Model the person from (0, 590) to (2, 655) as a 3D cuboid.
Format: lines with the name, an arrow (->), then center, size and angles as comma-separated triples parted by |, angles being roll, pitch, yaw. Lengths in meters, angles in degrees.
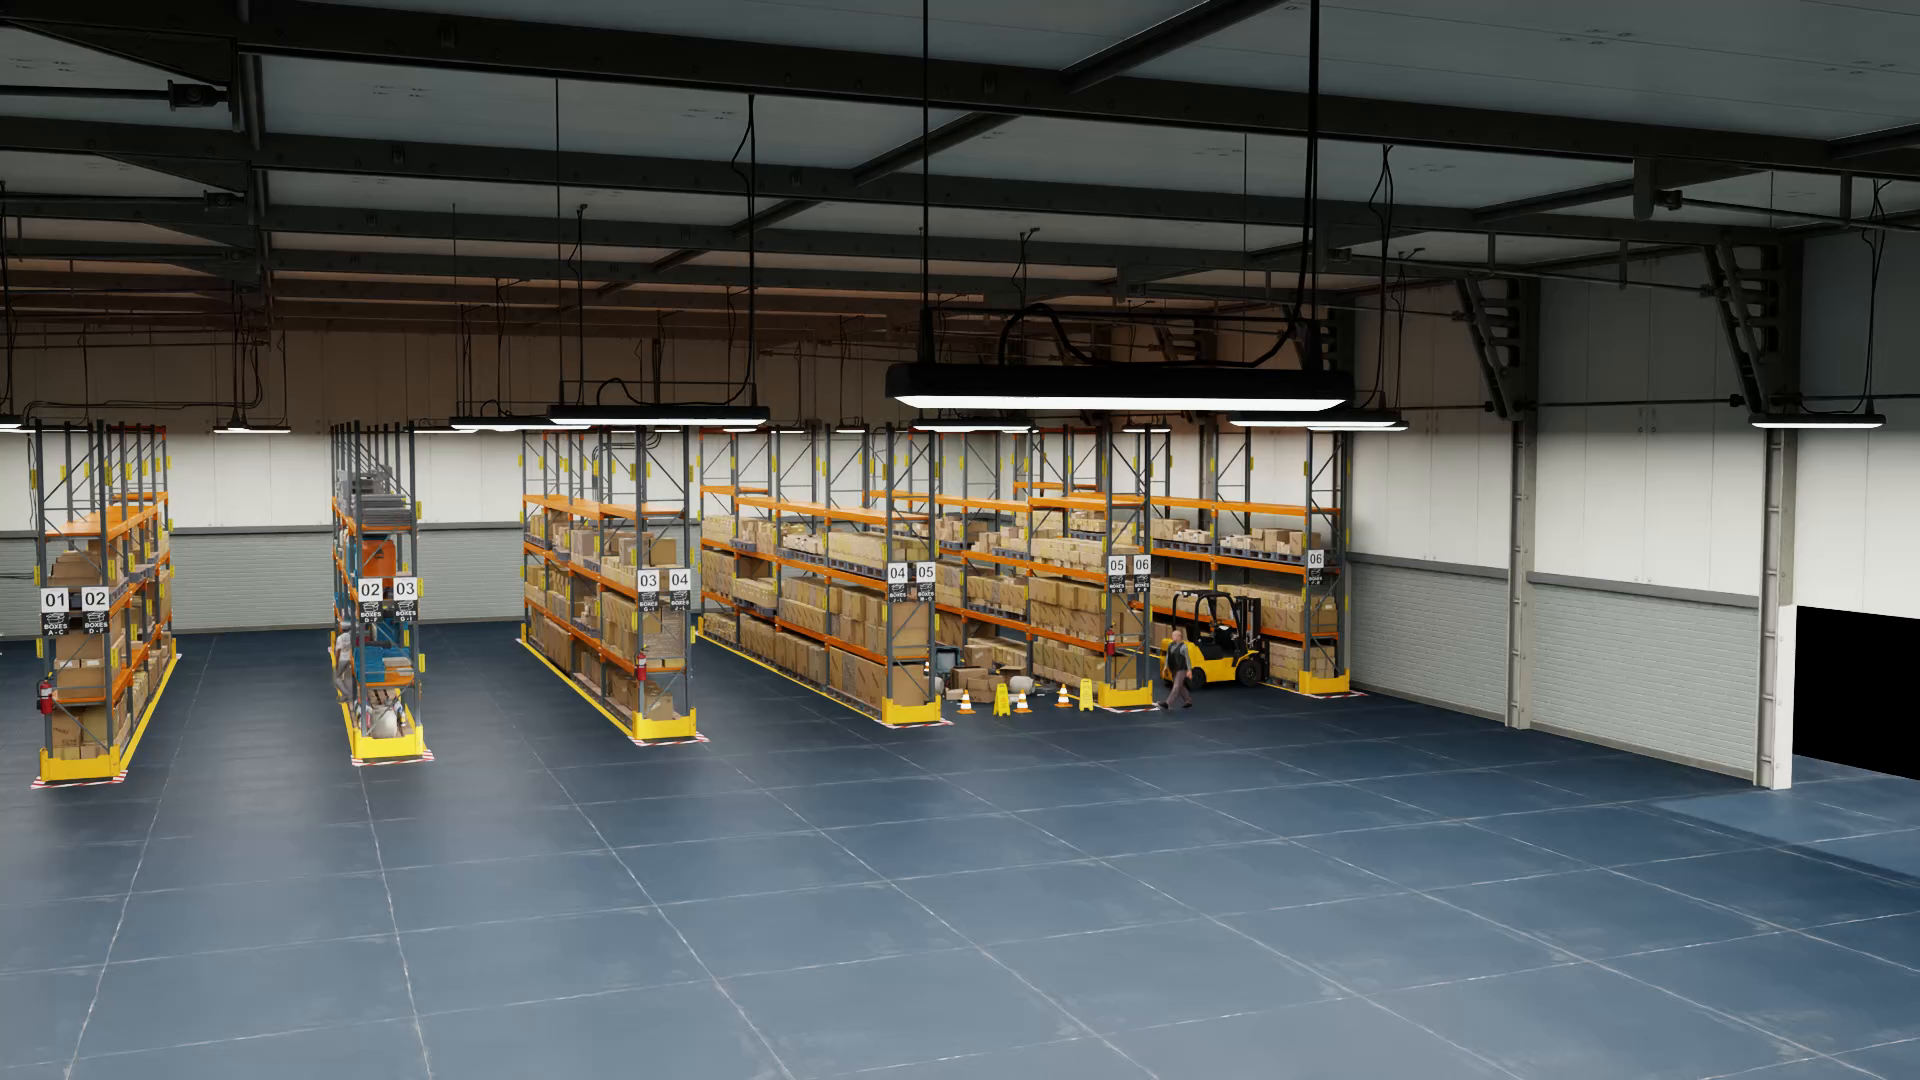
person -> -25.125, 2.115, 43.166 | 0.472, 1.788, 0.583 | -1, 4, -19

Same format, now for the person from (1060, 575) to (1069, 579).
person -> 2.852, 1.817, 45.498 | 0.553, 1.712, 0.634 | -3, 5, -41

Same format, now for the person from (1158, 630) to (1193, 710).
person -> 4.453, 2.708, 34.607 | 1.064, 1.657, 0.557 | -2, 4, -29

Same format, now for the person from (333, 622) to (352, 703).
person -> -12.723, 2.544, 34.498 | 0.448, 1.654, 0.491 | 3, 5, 41
